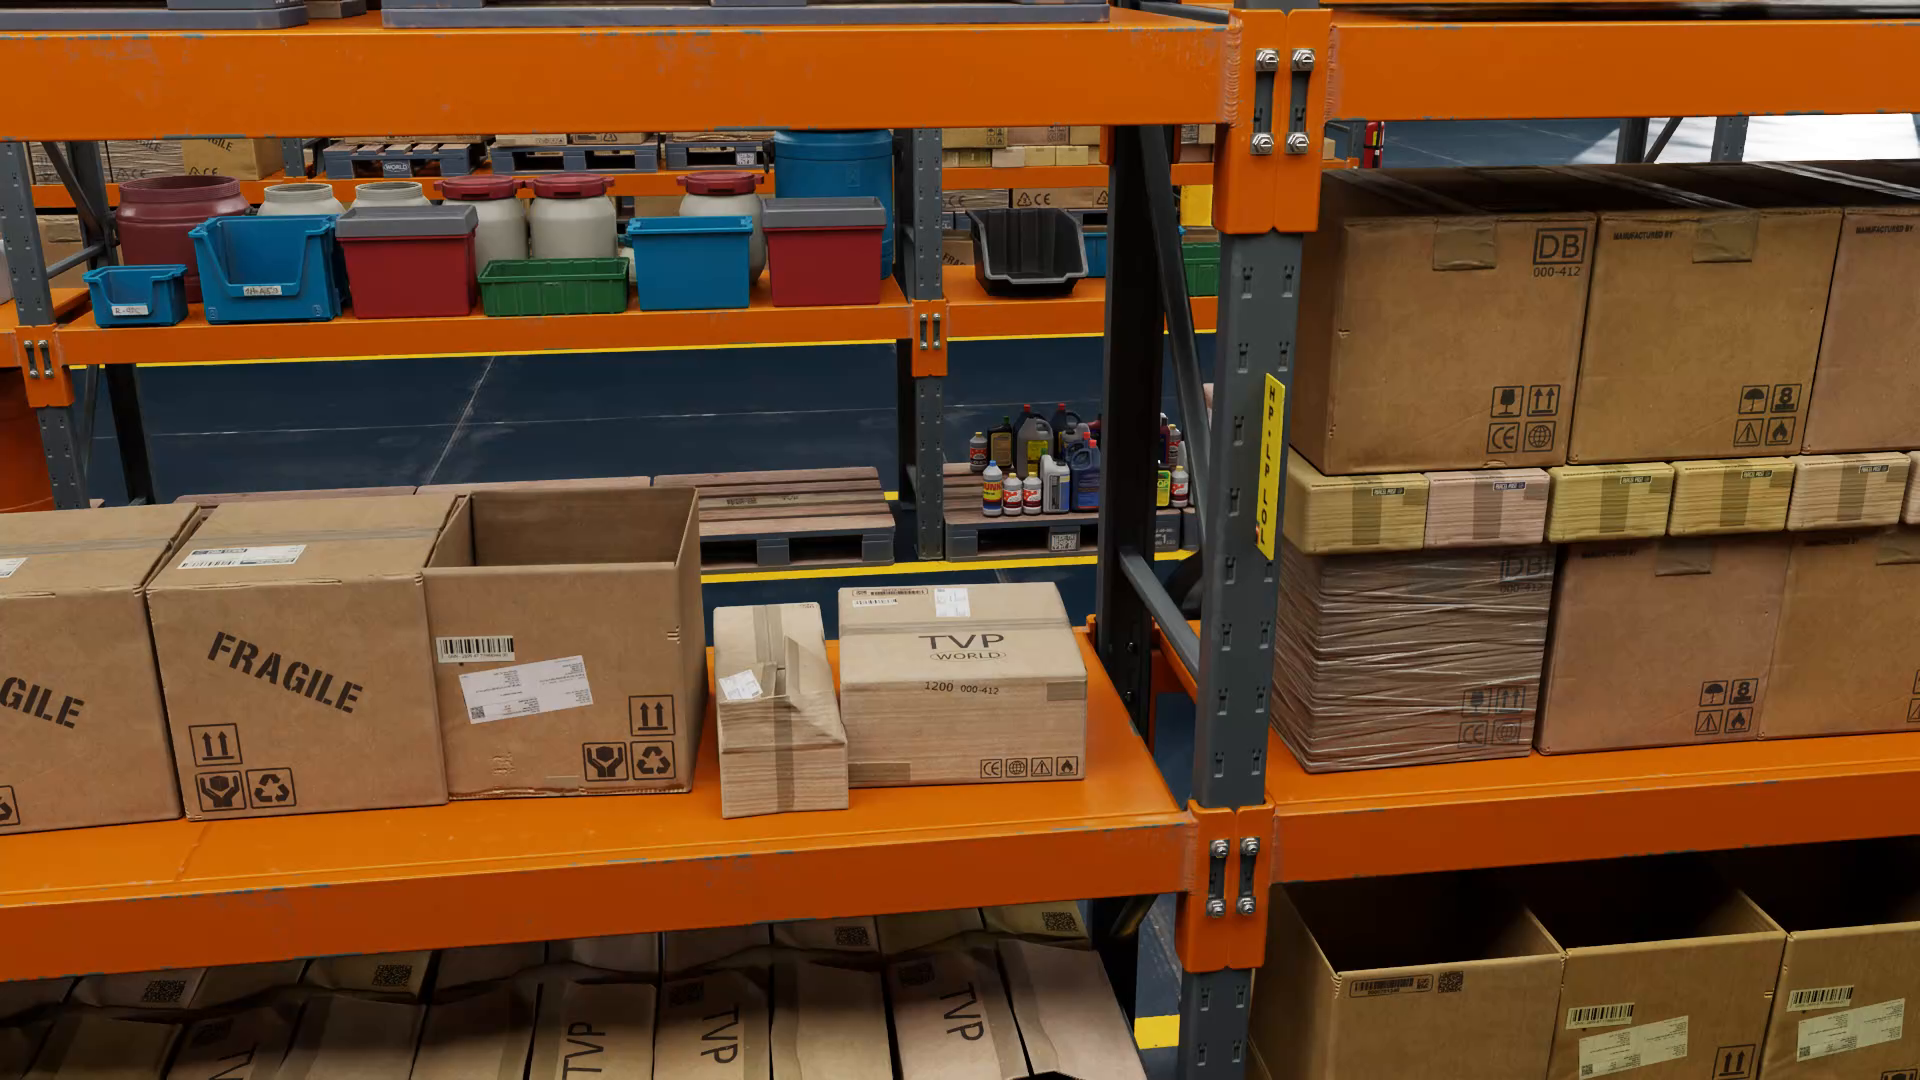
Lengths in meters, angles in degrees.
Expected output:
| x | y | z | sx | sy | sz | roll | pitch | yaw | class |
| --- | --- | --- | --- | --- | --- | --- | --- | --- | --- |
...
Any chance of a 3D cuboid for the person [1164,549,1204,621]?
| x | y | z | sx | sy | sz | roll | pitch | yaw | class |
| --- | --- | --- | --- | --- | --- | --- | --- | --- | --- |
| 1.253 | 0.280 | 6.711 | 0.881 | 0.834 | 0.529 | -3 | 20 | -8 | person |
